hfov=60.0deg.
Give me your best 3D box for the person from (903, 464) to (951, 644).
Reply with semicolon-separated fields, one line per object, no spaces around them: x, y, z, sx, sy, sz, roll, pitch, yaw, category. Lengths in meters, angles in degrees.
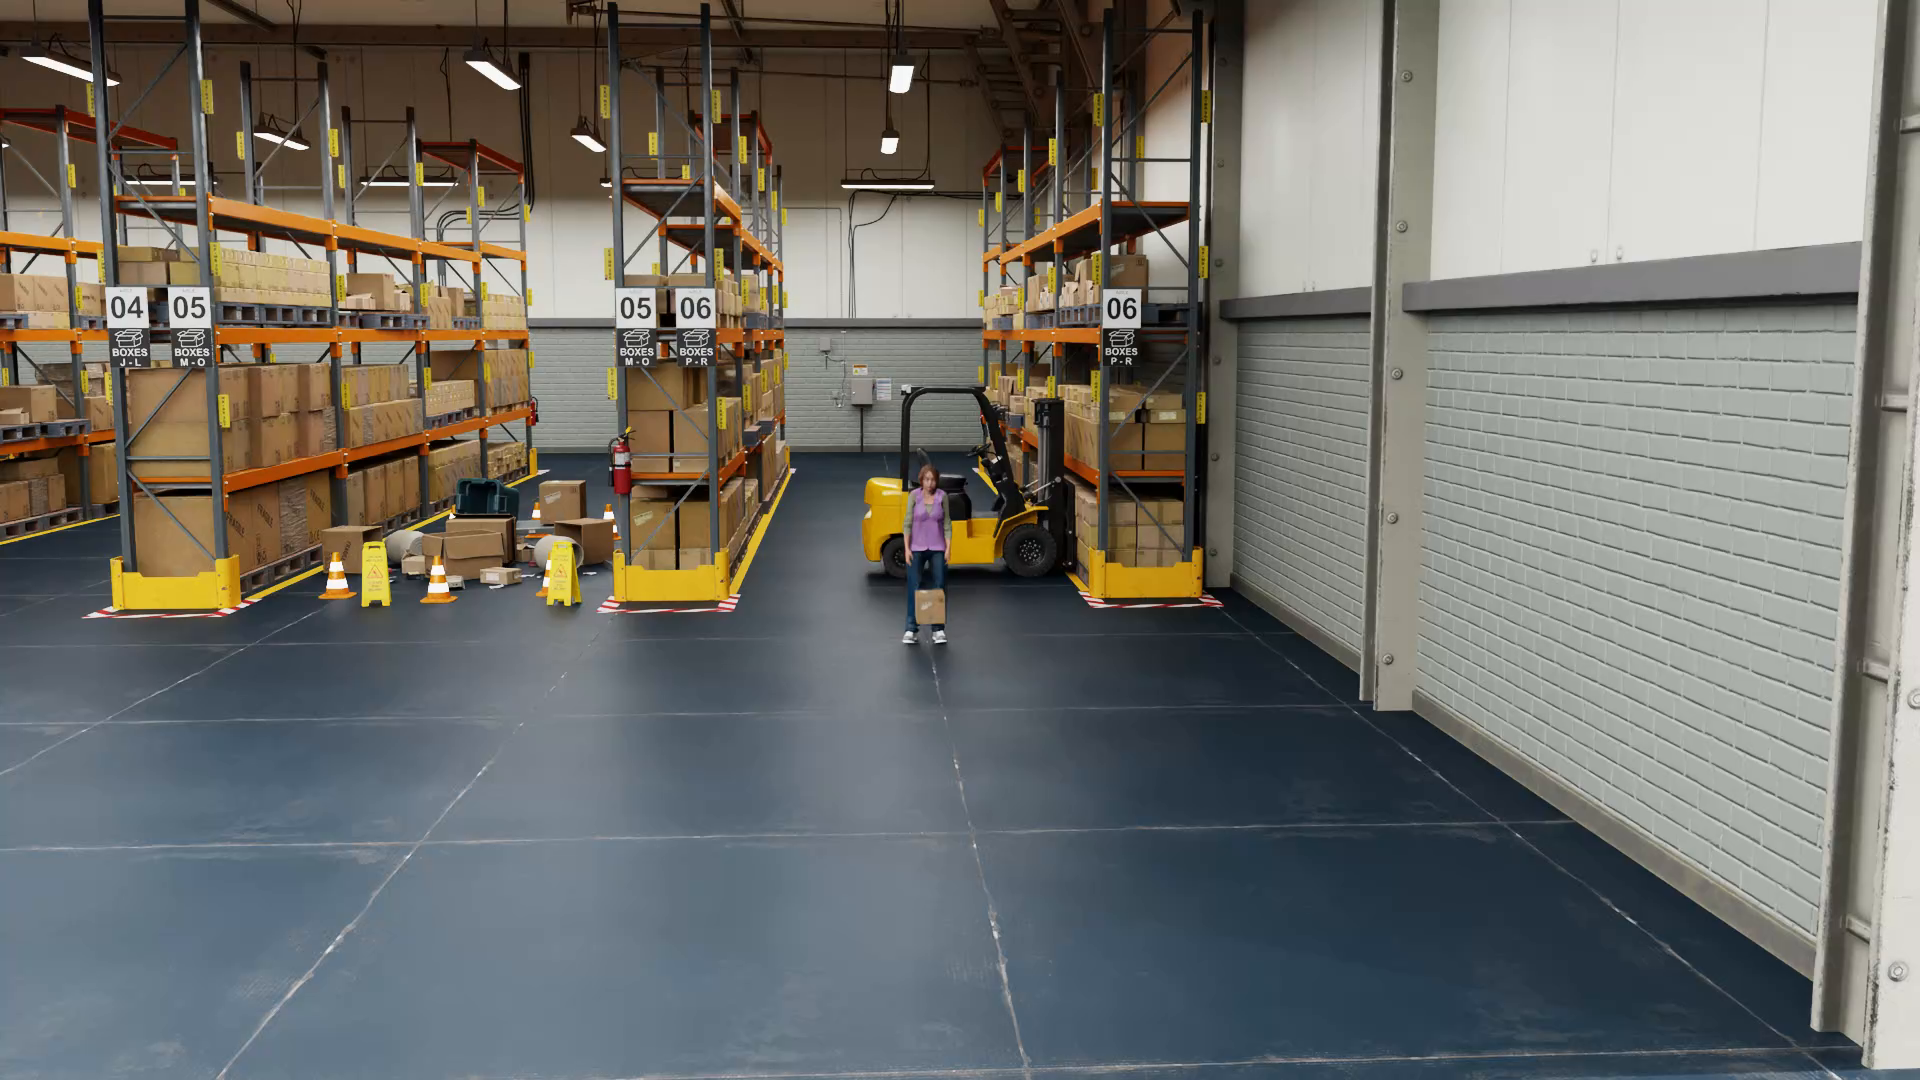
-0.294;0.118;14.834;0.444;1.596;0.345;-1;7;-5;person
